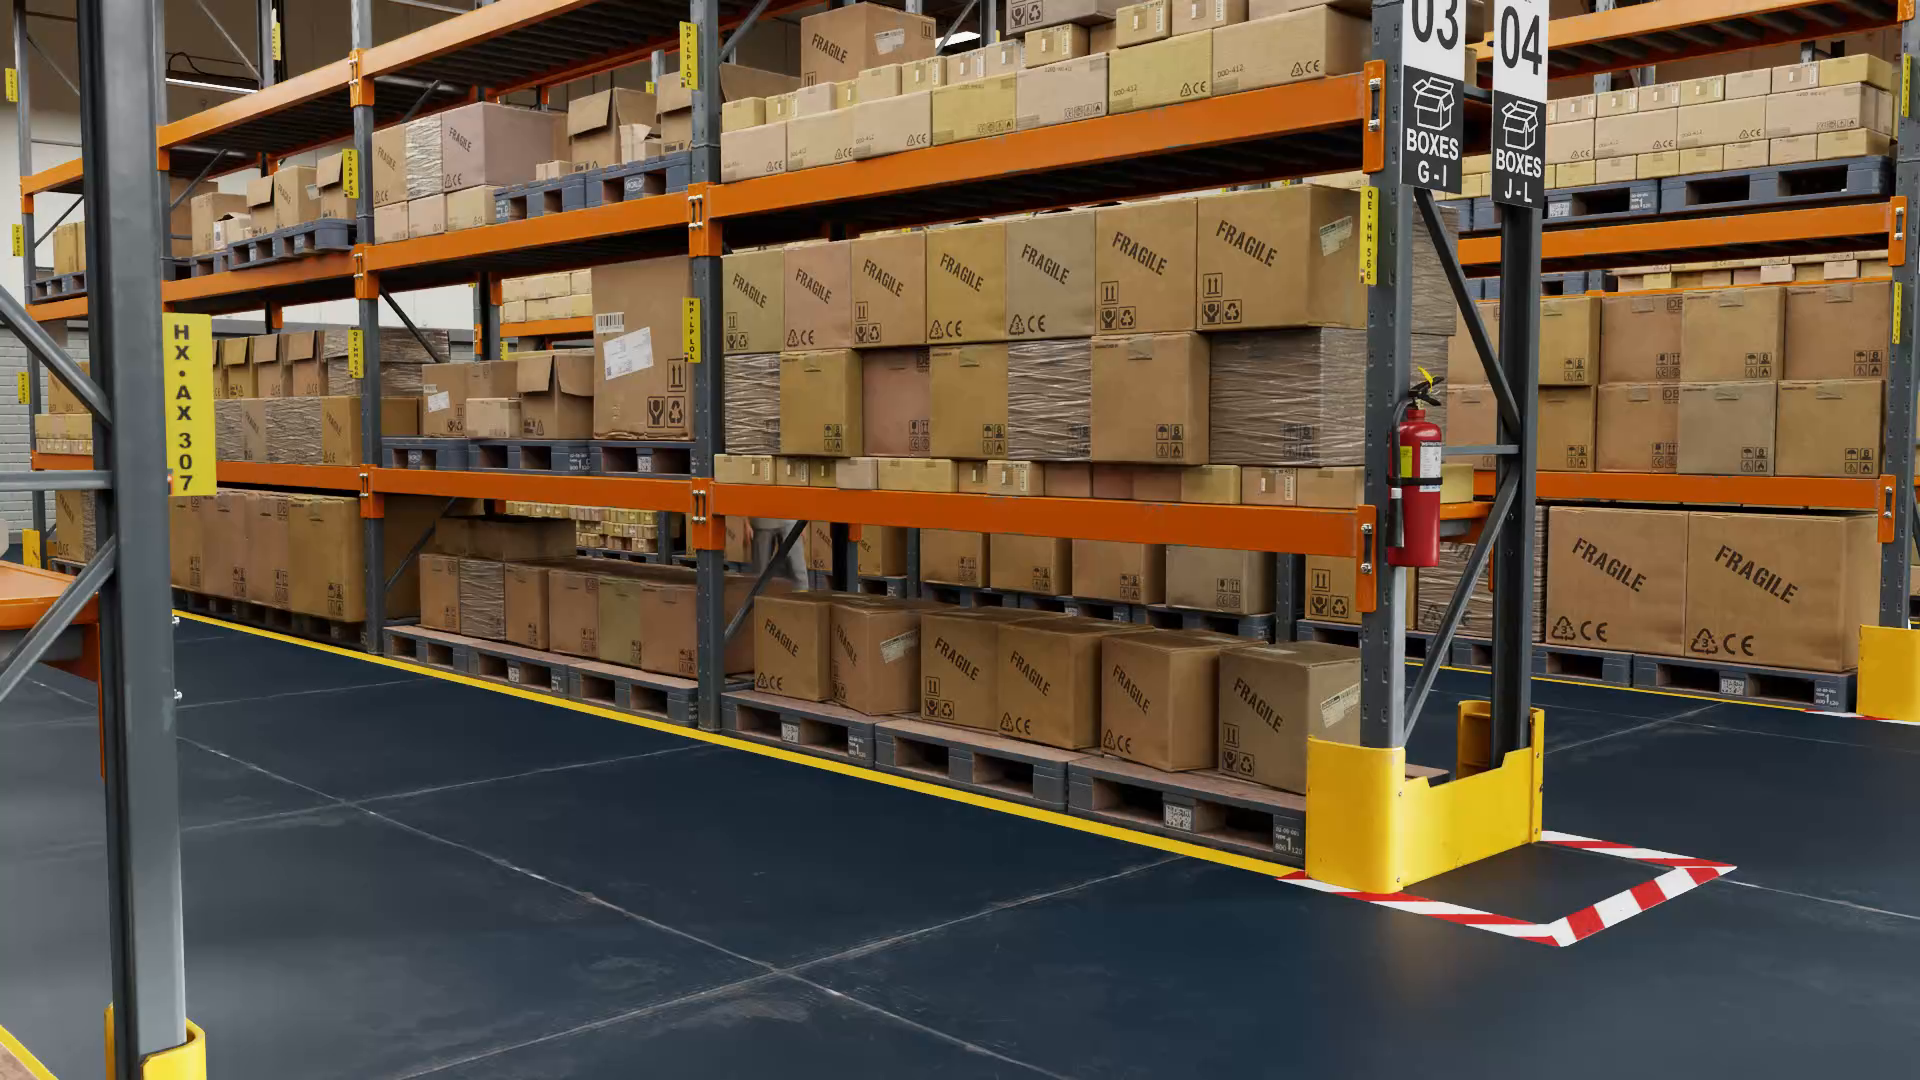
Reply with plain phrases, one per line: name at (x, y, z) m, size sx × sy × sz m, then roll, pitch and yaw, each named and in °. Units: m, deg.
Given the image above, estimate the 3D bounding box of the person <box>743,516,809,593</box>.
person at (-1.313, -0.094, 12.089) m, size 0.681 × 1.659 × 0.581 m, roll 0°, pitch 4°, yaw -5°
